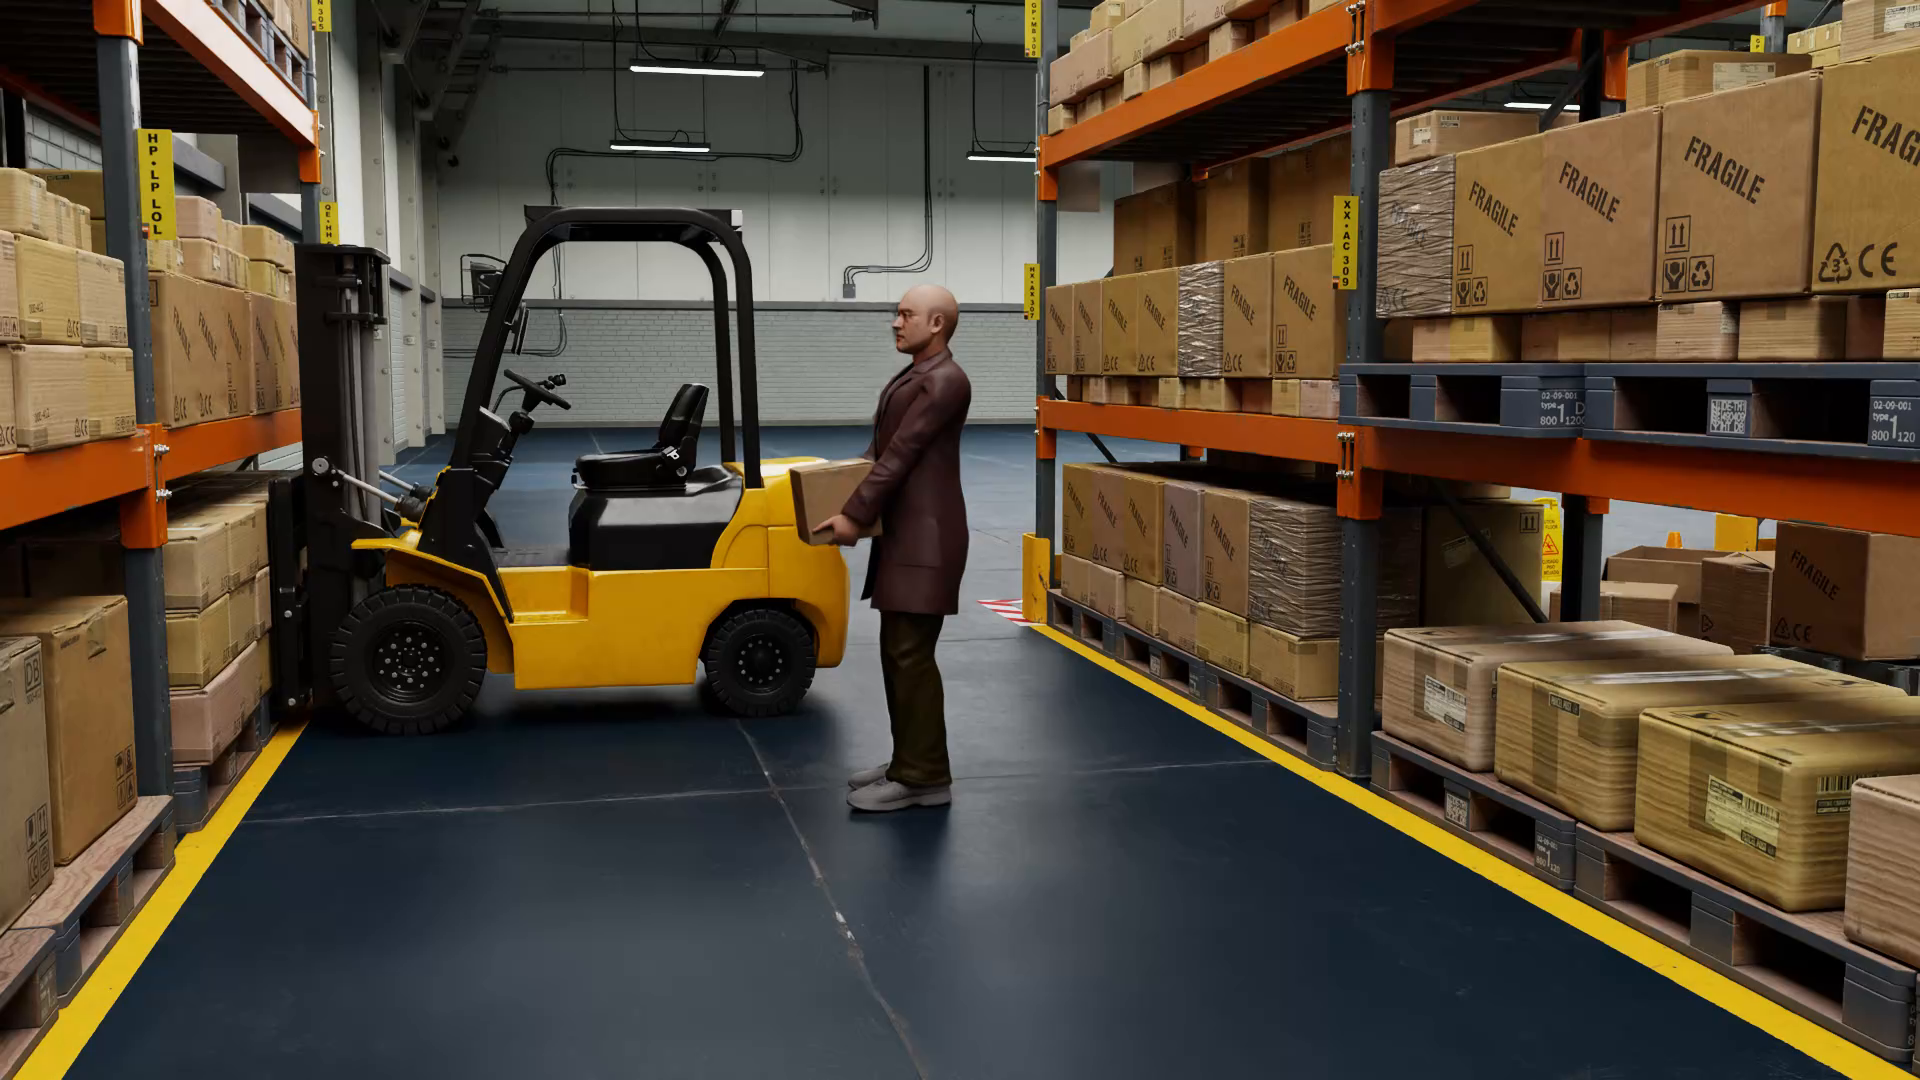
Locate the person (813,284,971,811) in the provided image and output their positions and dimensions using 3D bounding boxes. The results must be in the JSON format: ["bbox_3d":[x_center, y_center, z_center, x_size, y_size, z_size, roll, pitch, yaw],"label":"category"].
[{"bbox_3d":[-0.249,0.022,5.690,0.553,1.779,0.524,-2,6,-14],"label":"person"}]
